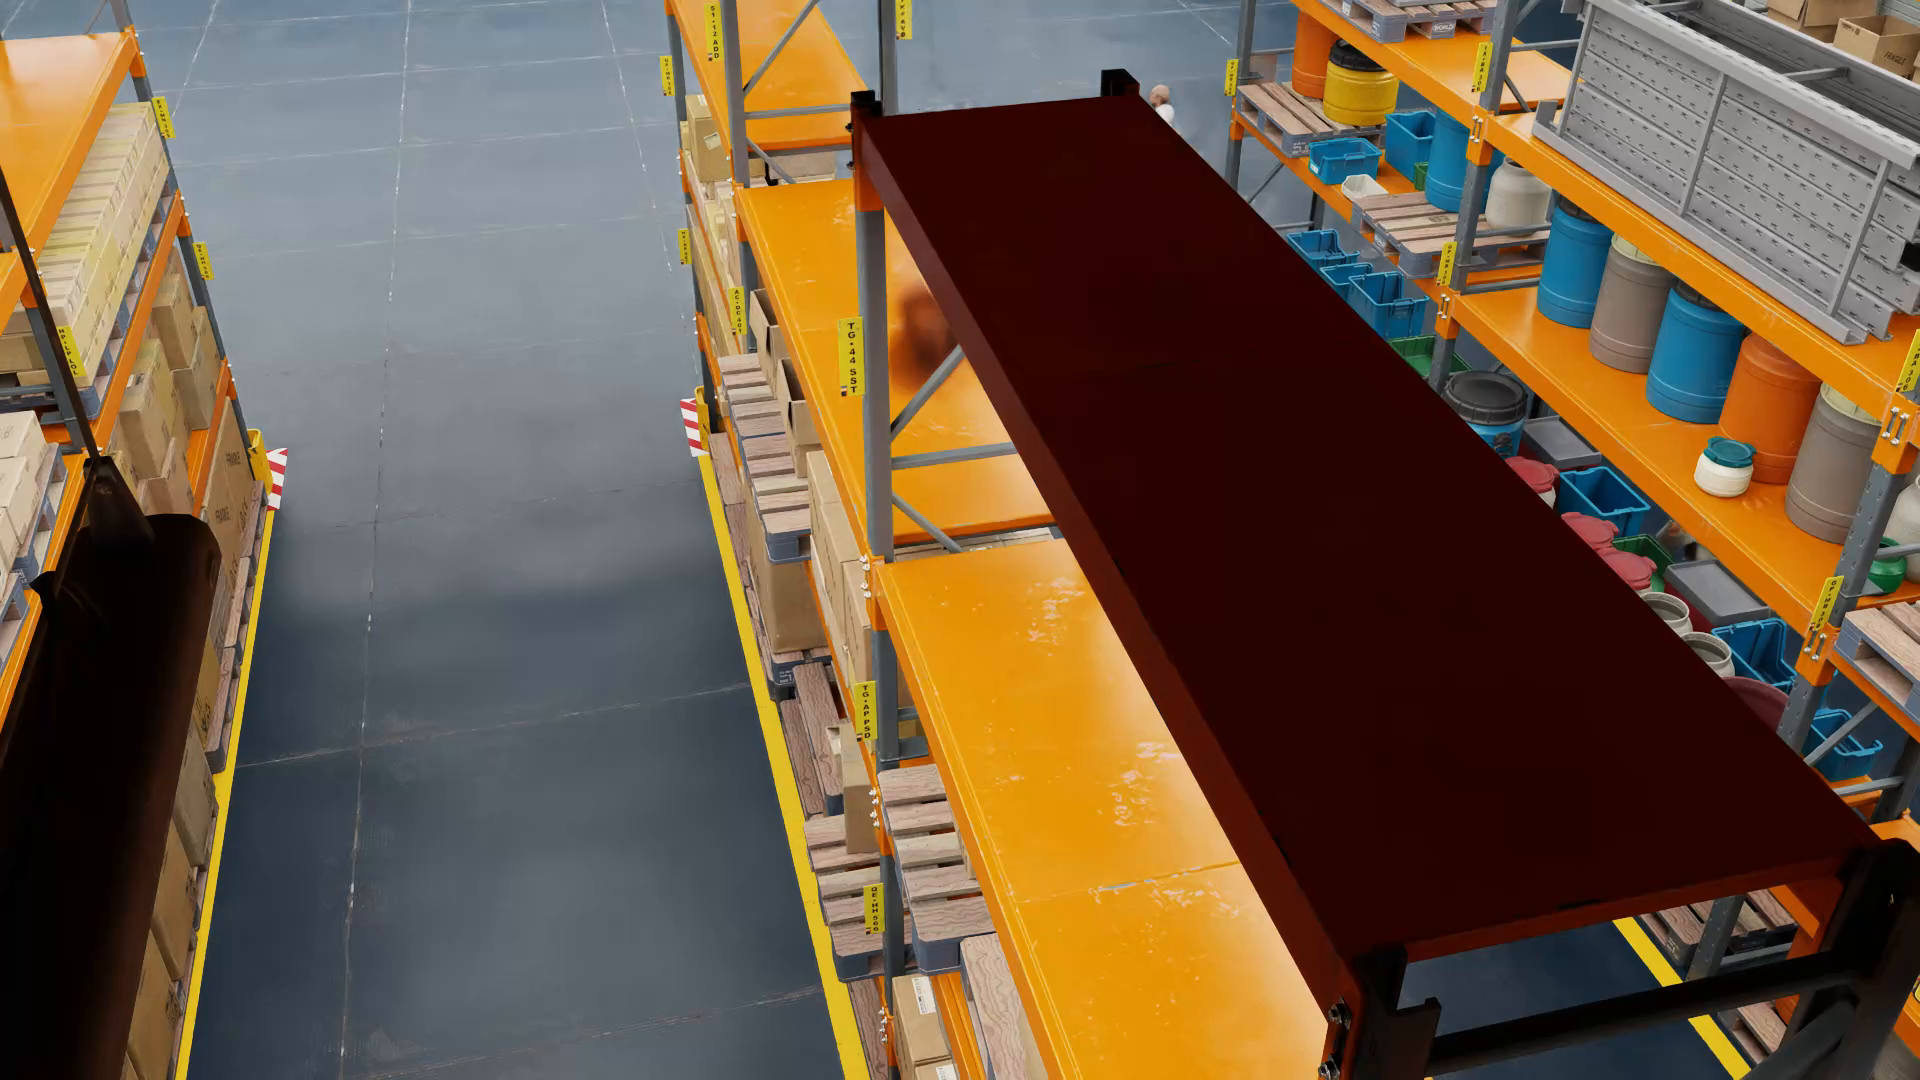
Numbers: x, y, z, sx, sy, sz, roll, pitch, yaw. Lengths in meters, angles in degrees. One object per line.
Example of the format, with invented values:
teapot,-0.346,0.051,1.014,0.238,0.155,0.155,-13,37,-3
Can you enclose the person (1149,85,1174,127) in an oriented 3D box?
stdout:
person,2.224,-4.280,18.825,0.697,1.743,0.740,11,36,16

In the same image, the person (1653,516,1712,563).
person,5.572,-0.029,12.647,0.518,1.696,0.887,-7,35,-11
